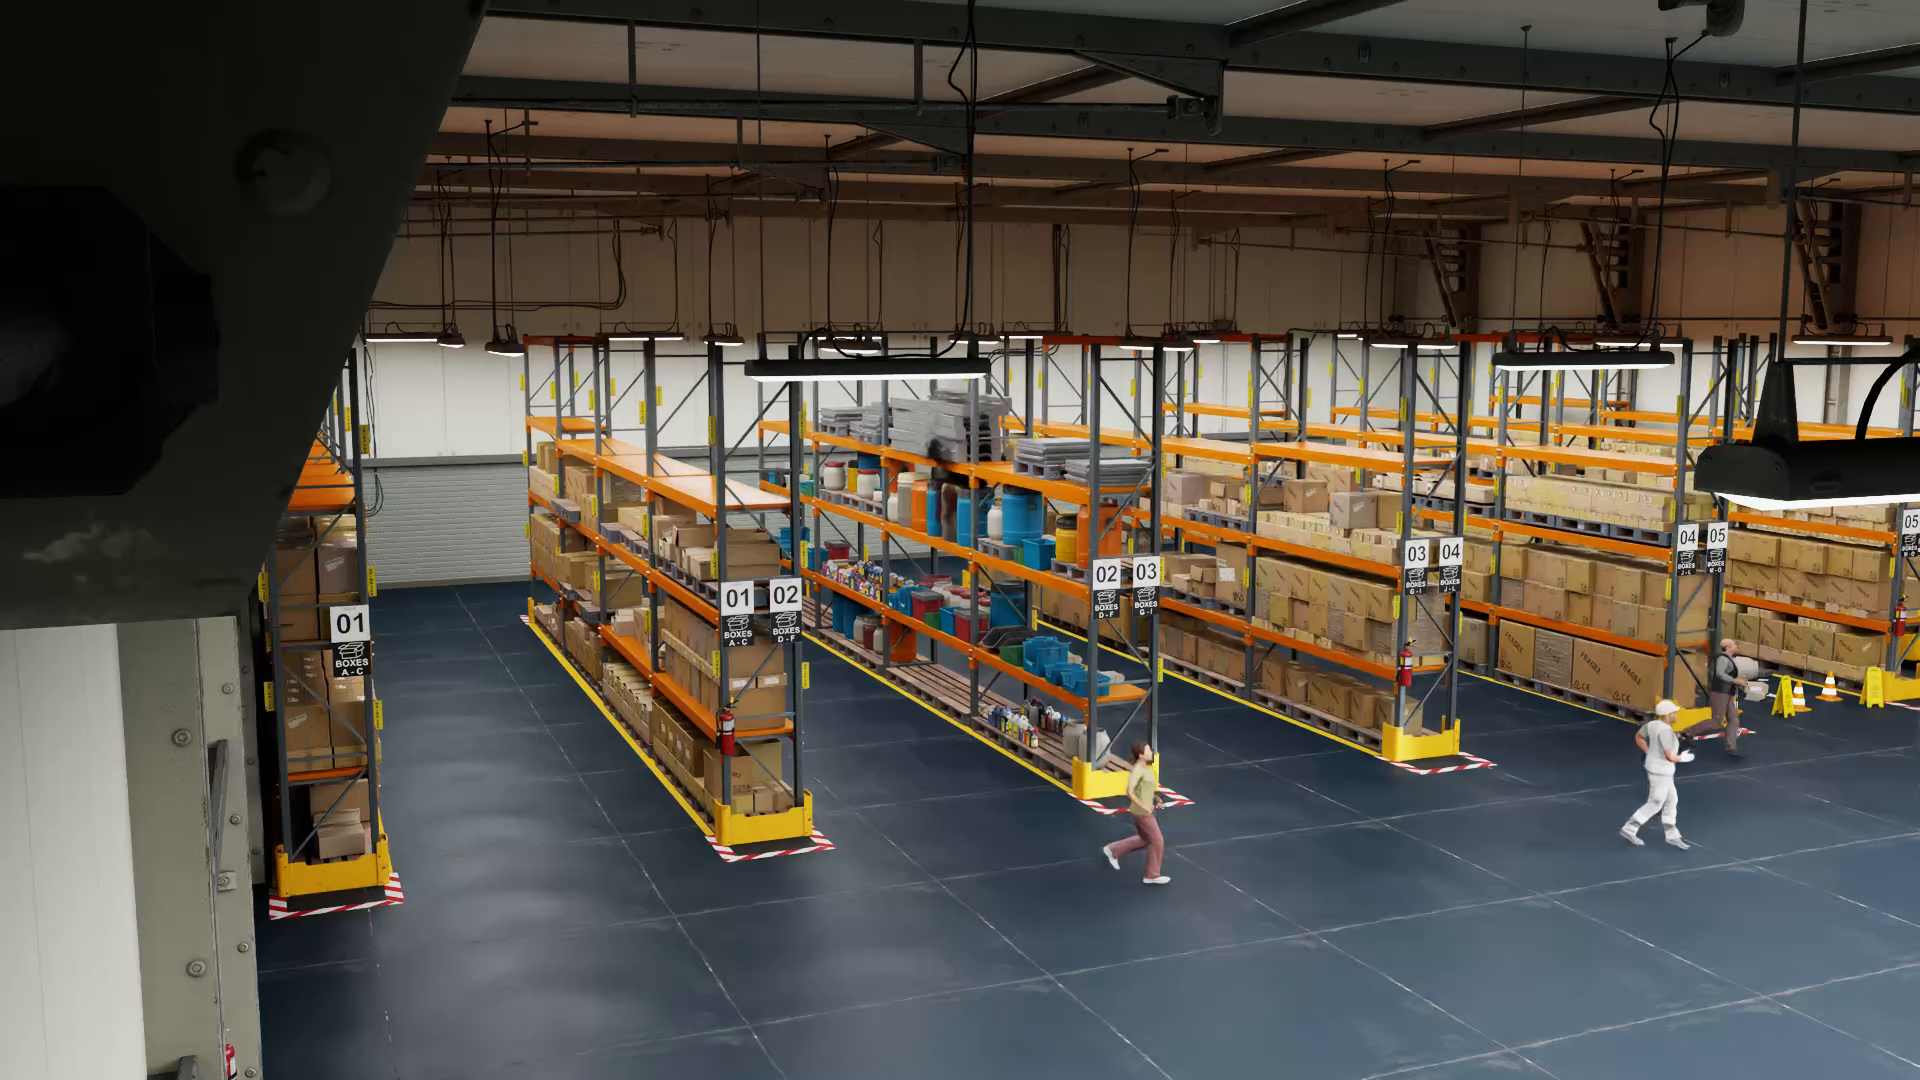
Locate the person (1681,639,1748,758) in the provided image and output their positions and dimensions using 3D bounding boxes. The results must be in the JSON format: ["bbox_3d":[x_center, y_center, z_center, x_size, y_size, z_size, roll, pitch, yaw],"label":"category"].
[{"bbox_3d":[11.112,2.280,24.359,0.900,1.683,0.693,4,9,29],"label":"person"}]

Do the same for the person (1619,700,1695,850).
[{"bbox_3d":[8.340,2.809,19.858,0.854,1.829,0.684,1,8,9],"label":"person"}]

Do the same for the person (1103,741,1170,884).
[{"bbox_3d":[1.985,3.046,18.664,0.769,1.631,0.616,1,8,9],"label":"person"}]
